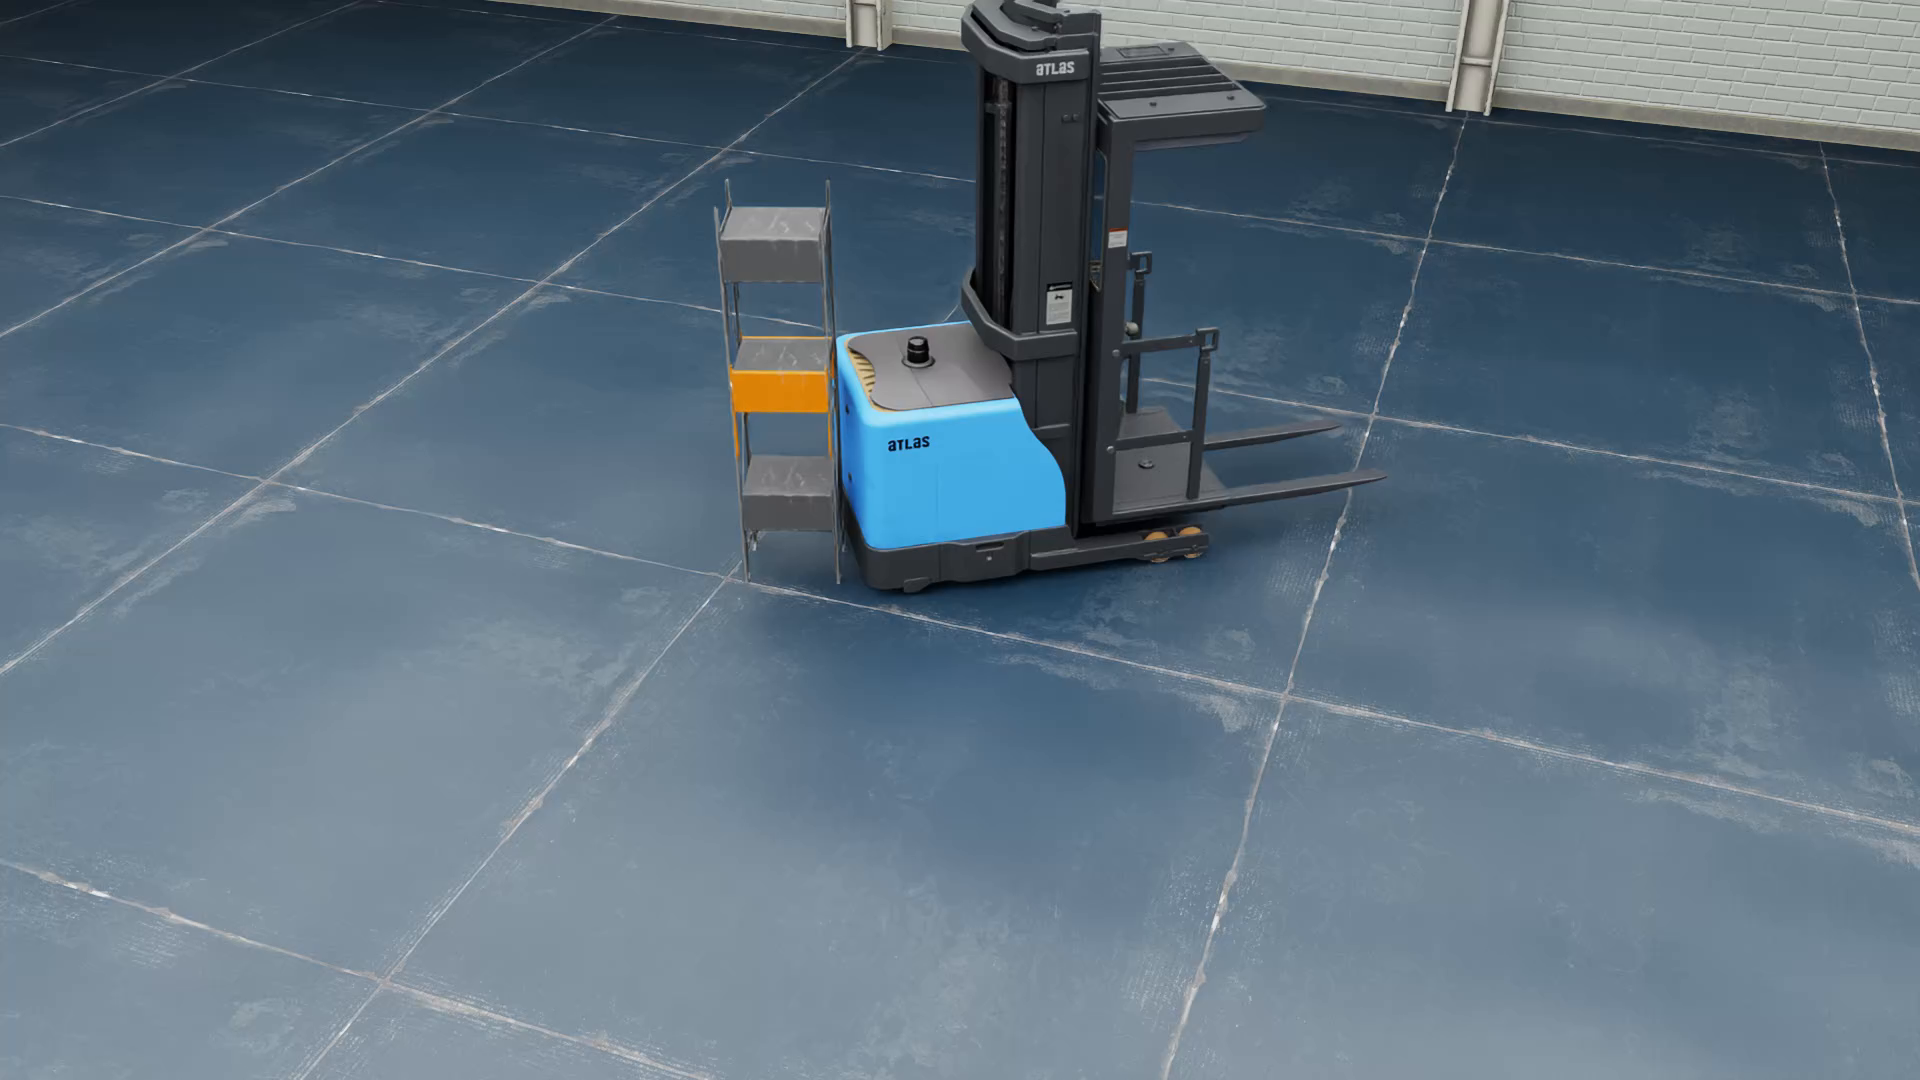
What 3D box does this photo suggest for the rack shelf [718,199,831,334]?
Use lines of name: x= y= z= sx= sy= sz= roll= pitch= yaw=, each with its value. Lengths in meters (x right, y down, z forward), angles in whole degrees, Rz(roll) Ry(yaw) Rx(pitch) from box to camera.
rack shelf: x=-0.887 y=-1.330 z=8.077 sx=0.480 sy=0.518 sz=0.431 roll=1 pitch=33 yaw=1

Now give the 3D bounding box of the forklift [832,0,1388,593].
forklift: x=0.865 y=-1.377 z=8.649 sx=3.031 sy=2.935 sz=1.130 roll=-8 pitch=34 yaw=-12

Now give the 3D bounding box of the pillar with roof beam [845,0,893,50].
pillar with roof beam: x=-2.381 y=-6.684 z=11.275 sx=0.400 sy=9.000 sz=9.100 roll=11 pitch=34 yaw=16

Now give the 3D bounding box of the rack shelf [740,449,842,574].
rack shelf: x=-0.887 y=-0.154 z=8.836 sx=0.480 sy=0.518 sz=0.431 roll=1 pitch=33 yaw=1

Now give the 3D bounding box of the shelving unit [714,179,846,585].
shelving unit: x=-0.887 y=-0.753 z=8.449 sx=0.503 sy=2.100 sz=0.431 roll=1 pitch=33 yaw=1

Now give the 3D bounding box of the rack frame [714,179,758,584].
rack frame: x=-1.131 y=-0.756 z=8.454 sx=0.015 sy=2.100 sz=0.400 roll=1 pitch=33 yaw=1

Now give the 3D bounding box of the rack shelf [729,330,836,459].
rack shelf: x=-0.887 y=-0.742 z=8.457 sx=0.480 sy=0.518 sz=0.431 roll=1 pitch=33 yaw=1

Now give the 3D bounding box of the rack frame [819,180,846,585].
rack frame: x=-0.643 y=-0.751 z=8.445 sx=0.015 sy=2.100 sz=0.400 roll=1 pitch=33 yaw=1

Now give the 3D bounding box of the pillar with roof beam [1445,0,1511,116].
pillar with roof beam: x=3.267 y=-5.586 z=9.574 sx=0.400 sy=9.000 sz=9.100 roll=11 pitch=34 yaw=16
